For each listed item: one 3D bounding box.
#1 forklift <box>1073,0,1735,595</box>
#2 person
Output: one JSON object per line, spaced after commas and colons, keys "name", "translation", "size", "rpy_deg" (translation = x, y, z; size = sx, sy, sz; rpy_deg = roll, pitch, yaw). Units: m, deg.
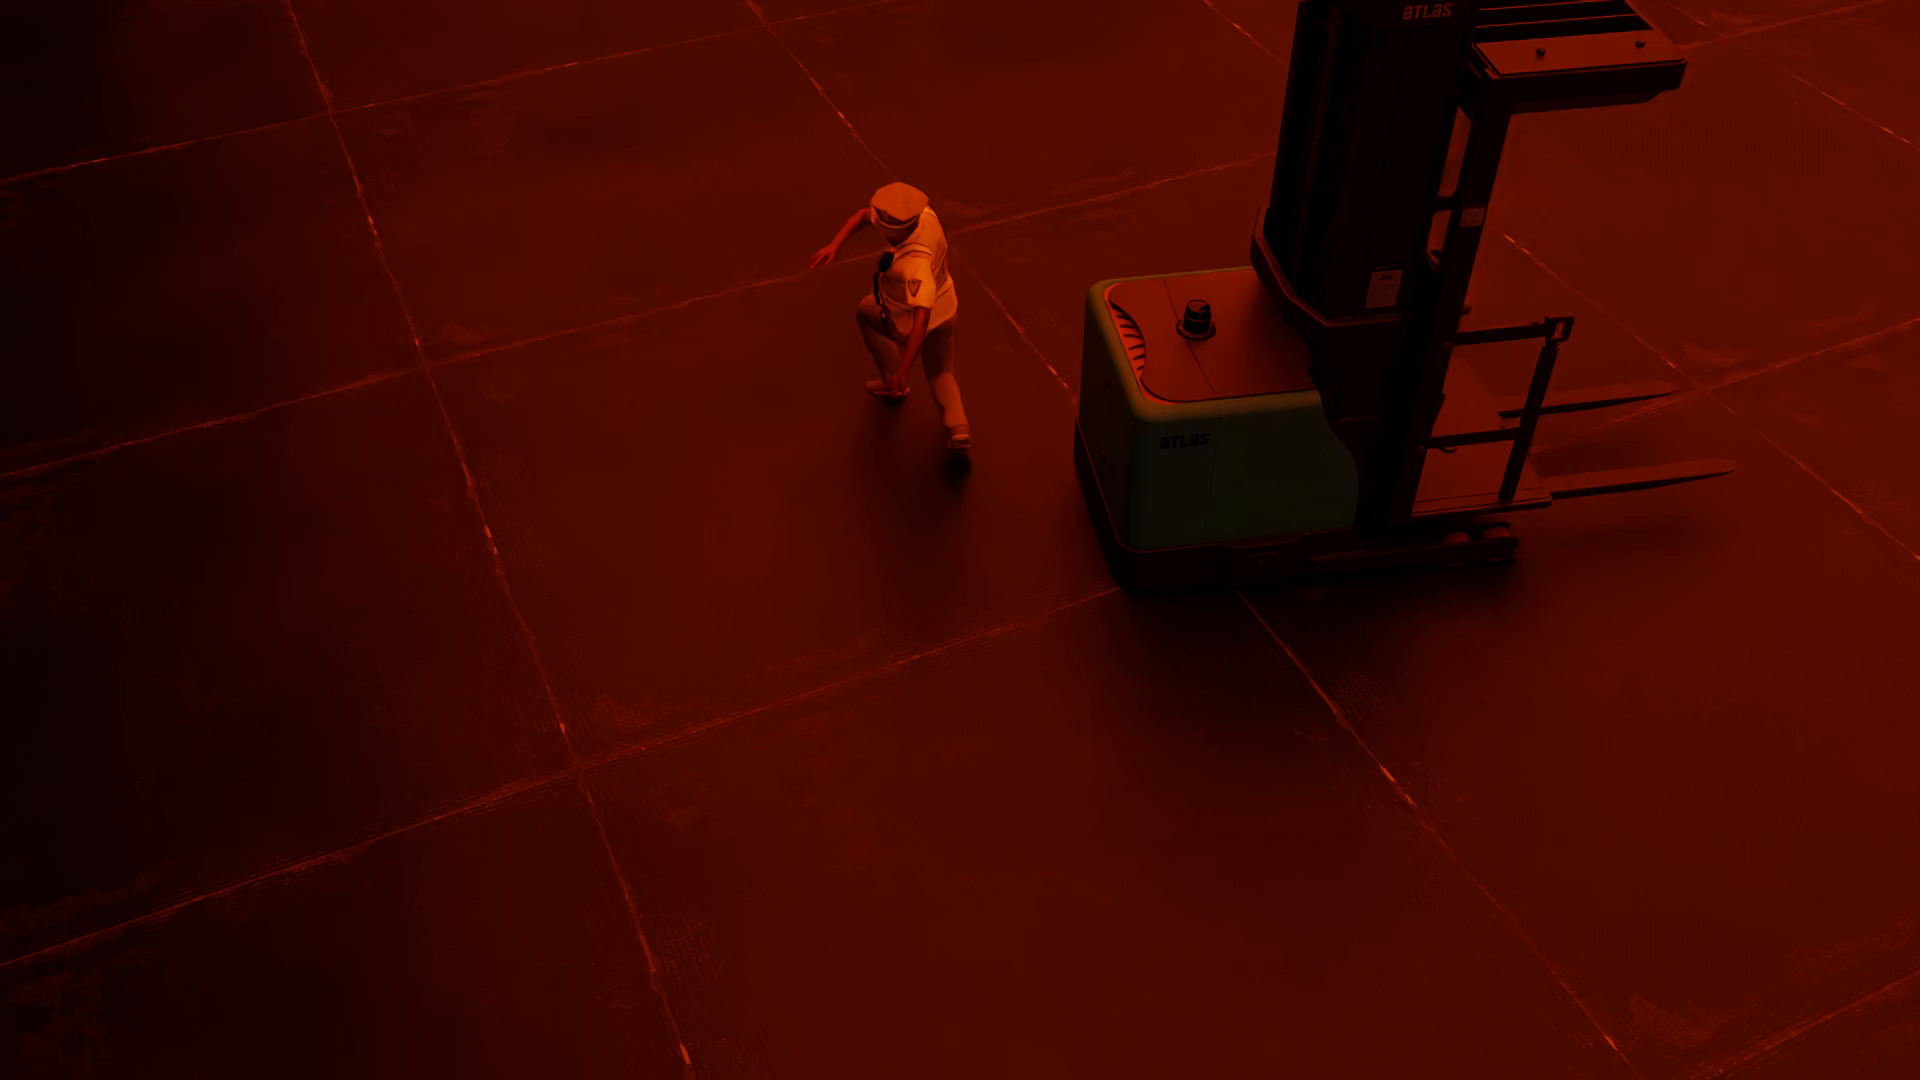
{"name": "forklift", "translation": [2.121, -1.300, 7.073], "size": [3.031, 2.935, 1.130], "rpy_deg": [-6, 43, -7]}
{"name": "person", "translation": [-0.278, -1.040, 7.963], "size": [0.694, 1.438, 0.916], "rpy_deg": [-34, 53, -31]}
